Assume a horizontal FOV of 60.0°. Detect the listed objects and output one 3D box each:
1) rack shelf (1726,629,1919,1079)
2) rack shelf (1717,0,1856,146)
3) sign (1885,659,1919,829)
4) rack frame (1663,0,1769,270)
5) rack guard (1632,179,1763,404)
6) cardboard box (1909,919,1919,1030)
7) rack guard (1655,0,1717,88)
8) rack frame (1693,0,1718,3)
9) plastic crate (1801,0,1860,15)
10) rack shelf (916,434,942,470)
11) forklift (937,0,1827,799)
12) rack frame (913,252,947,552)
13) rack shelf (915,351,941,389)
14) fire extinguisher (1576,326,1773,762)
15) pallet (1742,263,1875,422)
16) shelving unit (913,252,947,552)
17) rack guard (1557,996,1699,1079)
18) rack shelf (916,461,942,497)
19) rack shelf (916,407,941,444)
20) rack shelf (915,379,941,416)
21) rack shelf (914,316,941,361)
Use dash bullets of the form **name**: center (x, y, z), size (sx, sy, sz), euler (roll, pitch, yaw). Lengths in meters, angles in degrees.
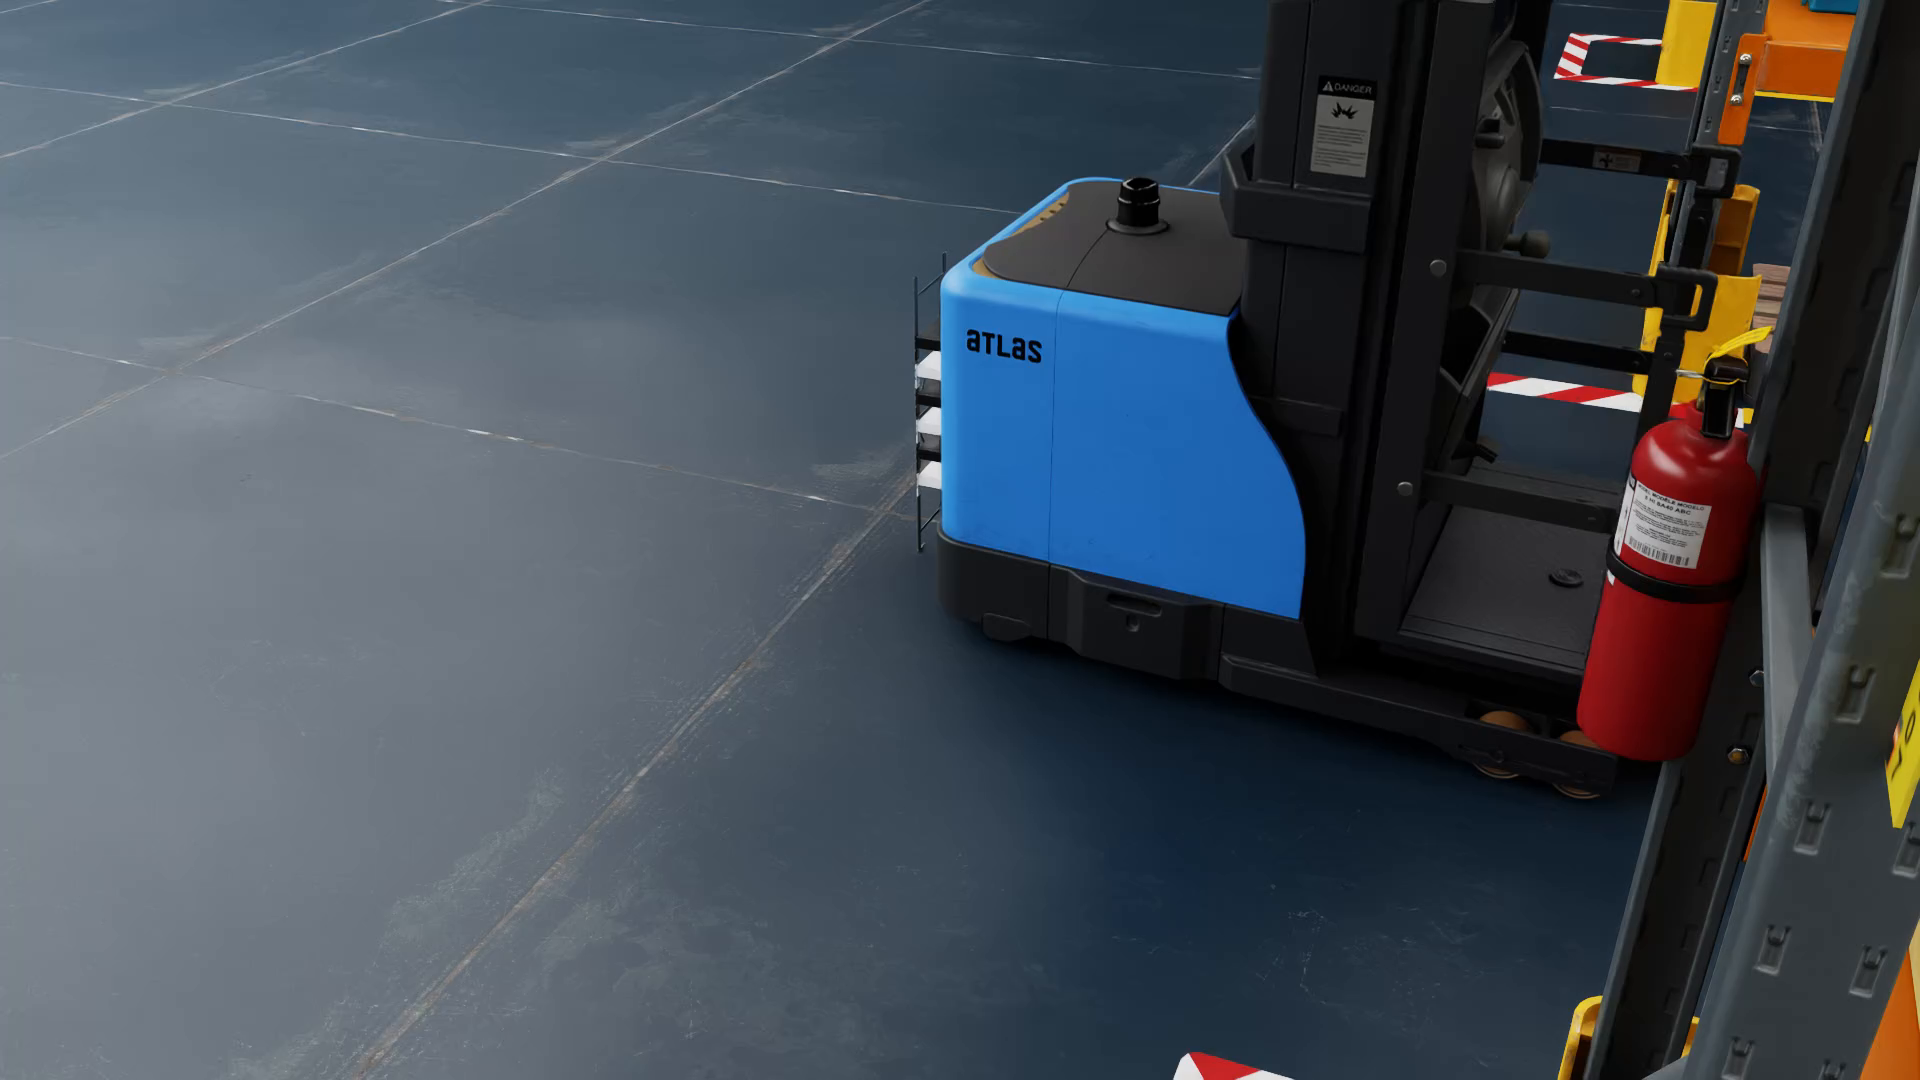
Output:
- **rack shelf**: center (2.787, 0.869, 1.395), size (4.000, 0.370, 1.077), euler (11, 31, 19)
- **rack shelf**: center (4.649, -1.389, 5.391), size (4.000, 0.370, 1.077), euler (11, 31, 19)
- **sign**: center (0.730, 0.056, 1.222), size (0.005, 0.325, 0.100), euler (11, 31, 19)
- **rack frame**: center (2.796, -2.073, 5.869), size (0.127, 3.000, 1.000), euler (11, 31, 19)
- **rack guard**: center (2.884, -0.992, 6.497), size (0.348, 0.500, 1.175), euler (11, 31, 19)
- **cardboard box**: center (1.108, 0.457, 1.649), size (0.250, 0.149, 0.380), euler (11, 31, 19)
- **rack guard**: center (4.640, -3.247, 10.486), size (0.348, 0.500, 1.175), euler (11, 31, 19)
- **rack frame**: center (4.662, -4.330, 9.863), size (0.127, 3.000, 1.000), euler (11, 31, 19)
- **plastic crate**: center (3.372, -2.052, 5.983), size (0.616, 0.251, 0.499), euler (11, 31, 19)
- **rack shelf**: center (0.008, -0.283, 5.087), size (0.200, 0.077, 0.258), euler (11, 31, 19)
- **forklift**: center (1.494, -0.934, 3.924), size (3.031, 2.935, 1.130), euler (13, 32, 22)
- **rack frame**: center (-0.087, -0.409, 5.059), size (0.006, 0.900, 0.240), euler (11, 31, 19)
- **rack shelf**: center (0.008, -0.518, 4.954), size (0.200, 0.077, 0.258), euler (11, 31, 19)
- **fire extinguisher**: center (1.001, -0.012, 2.301), size (0.183, 0.674, 0.296), euler (11, 31, 19)
- **pallet**: center (3.635, -0.713, 6.298), size (1.213, 0.211, 1.003), euler (11, 31, 19)
- **shelving unit**: center (0.008, -0.390, 5.026), size (0.210, 0.900, 0.258), euler (11, 31, 19)
- **rack guard**: center (1.004, 1.288, 2.463), size (0.348, 0.500, 1.175), euler (11, 31, 19)
- **rack shelf**: center (0.008, -0.205, 5.131), size (0.200, 0.077, 0.258), euler (11, 31, 19)
- **rack shelf**: center (0.008, -0.361, 5.042), size (0.200, 0.077, 0.258), euler (11, 31, 19)
- **rack shelf**: center (0.008, -0.440, 4.998), size (0.200, 0.077, 0.258), euler (11, 31, 19)
- **rack shelf**: center (0.008, -0.596, 4.909), size (0.200, 0.077, 0.258), euler (11, 31, 19)
